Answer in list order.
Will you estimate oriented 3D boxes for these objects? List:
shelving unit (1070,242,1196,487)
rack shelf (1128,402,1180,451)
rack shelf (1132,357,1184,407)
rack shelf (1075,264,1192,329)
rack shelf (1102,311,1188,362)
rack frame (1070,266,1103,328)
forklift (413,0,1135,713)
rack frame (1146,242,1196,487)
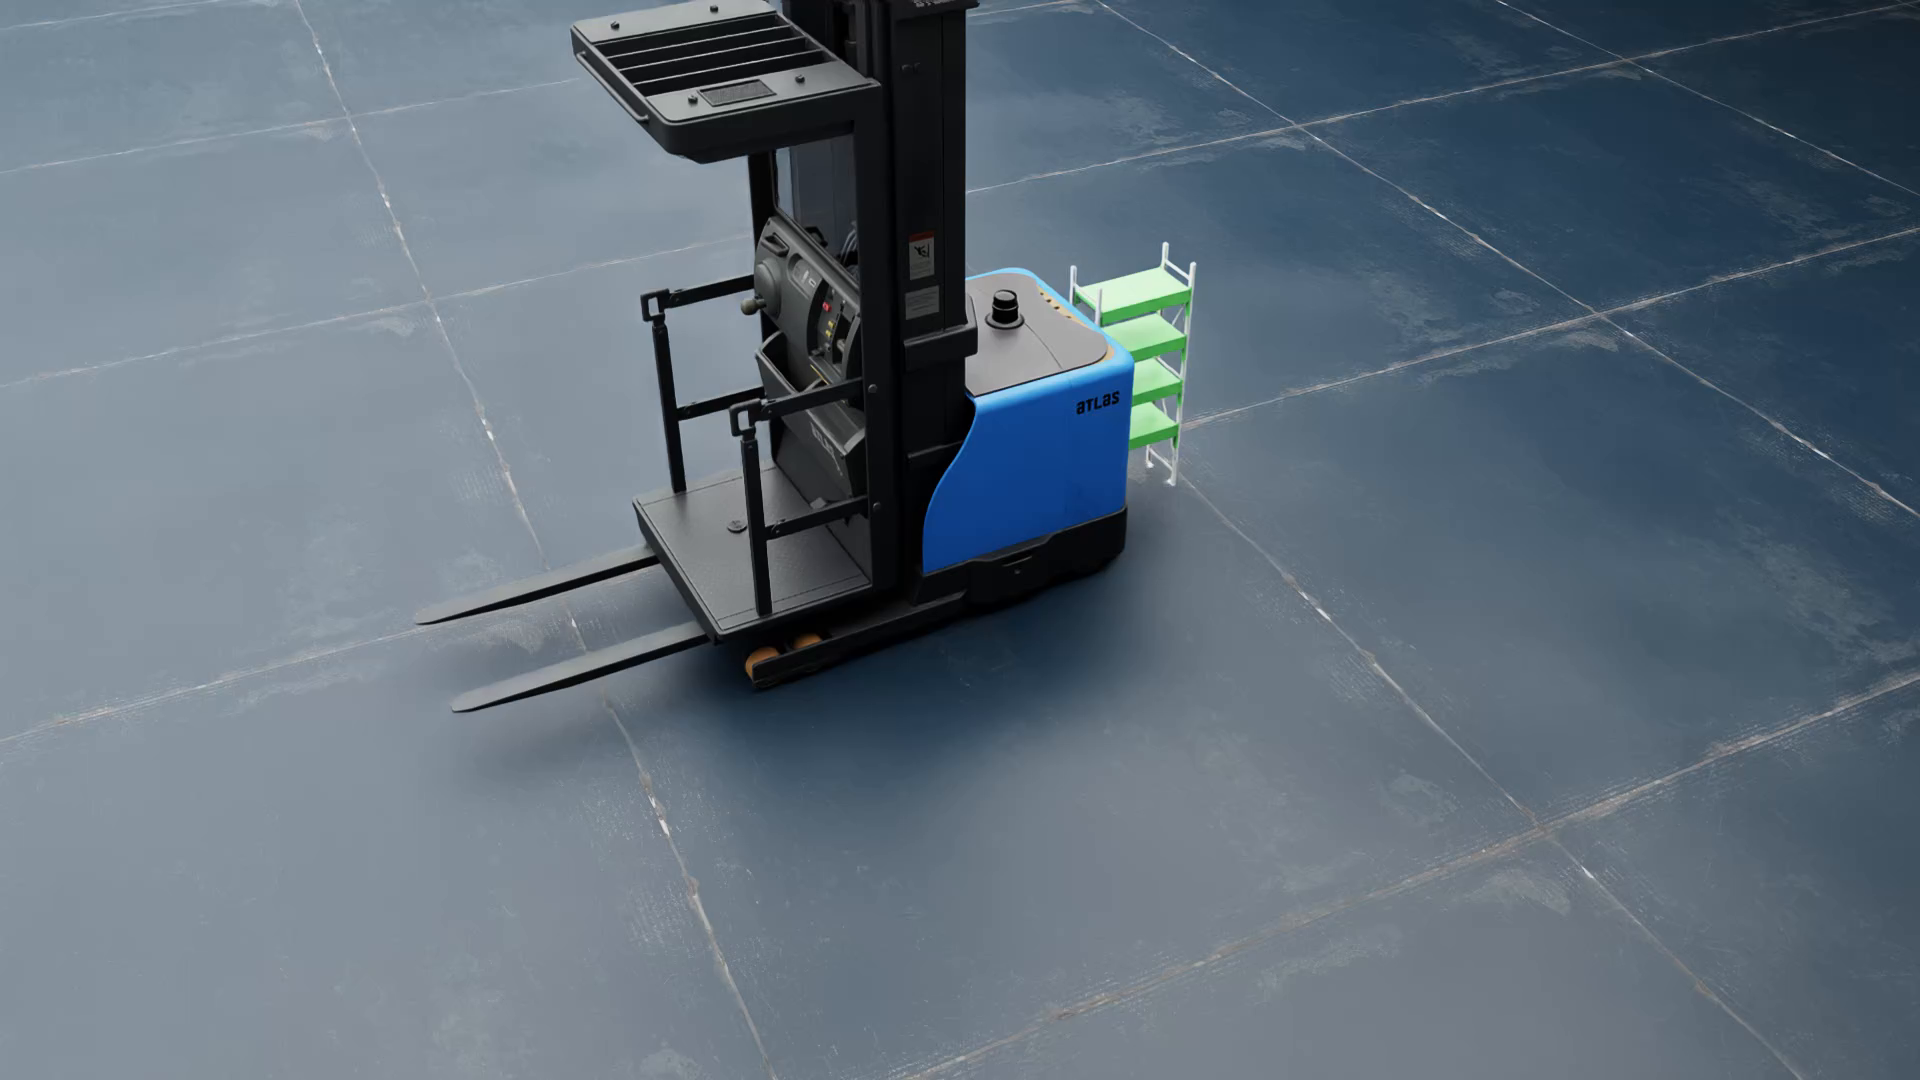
[{"bbox_3d":[0.771,-0.738,7.738,0.503,1.200,0.258,-18,40,-22],"label":"shelving unit"},{"bbox_3d":[0.771,-0.494,7.919,0.480,0.148,0.258,-18,40,-22],"label":"rack shelf"},{"bbox_3d":[0.771,-0.687,7.776,0.480,0.148,0.258,-18,40,-22],"label":"rack shelf"},{"bbox_3d":[0.771,-1.073,7.490,0.480,0.148,0.258,-18,40,-22],"label":"rack shelf"},{"bbox_3d":[0.771,-0.880,7.633,0.480,0.148,0.258,-18,40,-22],"label":"rack shelf"},{"bbox_3d":[0.555,-0.670,7.646,0.015,1.200,0.240,-18,40,-22],"label":"rack frame"},{"bbox_3d":[-0.792,-0.926,6.539,3.031,2.935,1.130,-18,40,-22],"label":"forklift"},{"bbox_3d":[0.986,-0.807,7.830,0.015,1.200,0.240,-18,40,-22],"label":"rack frame"}]
